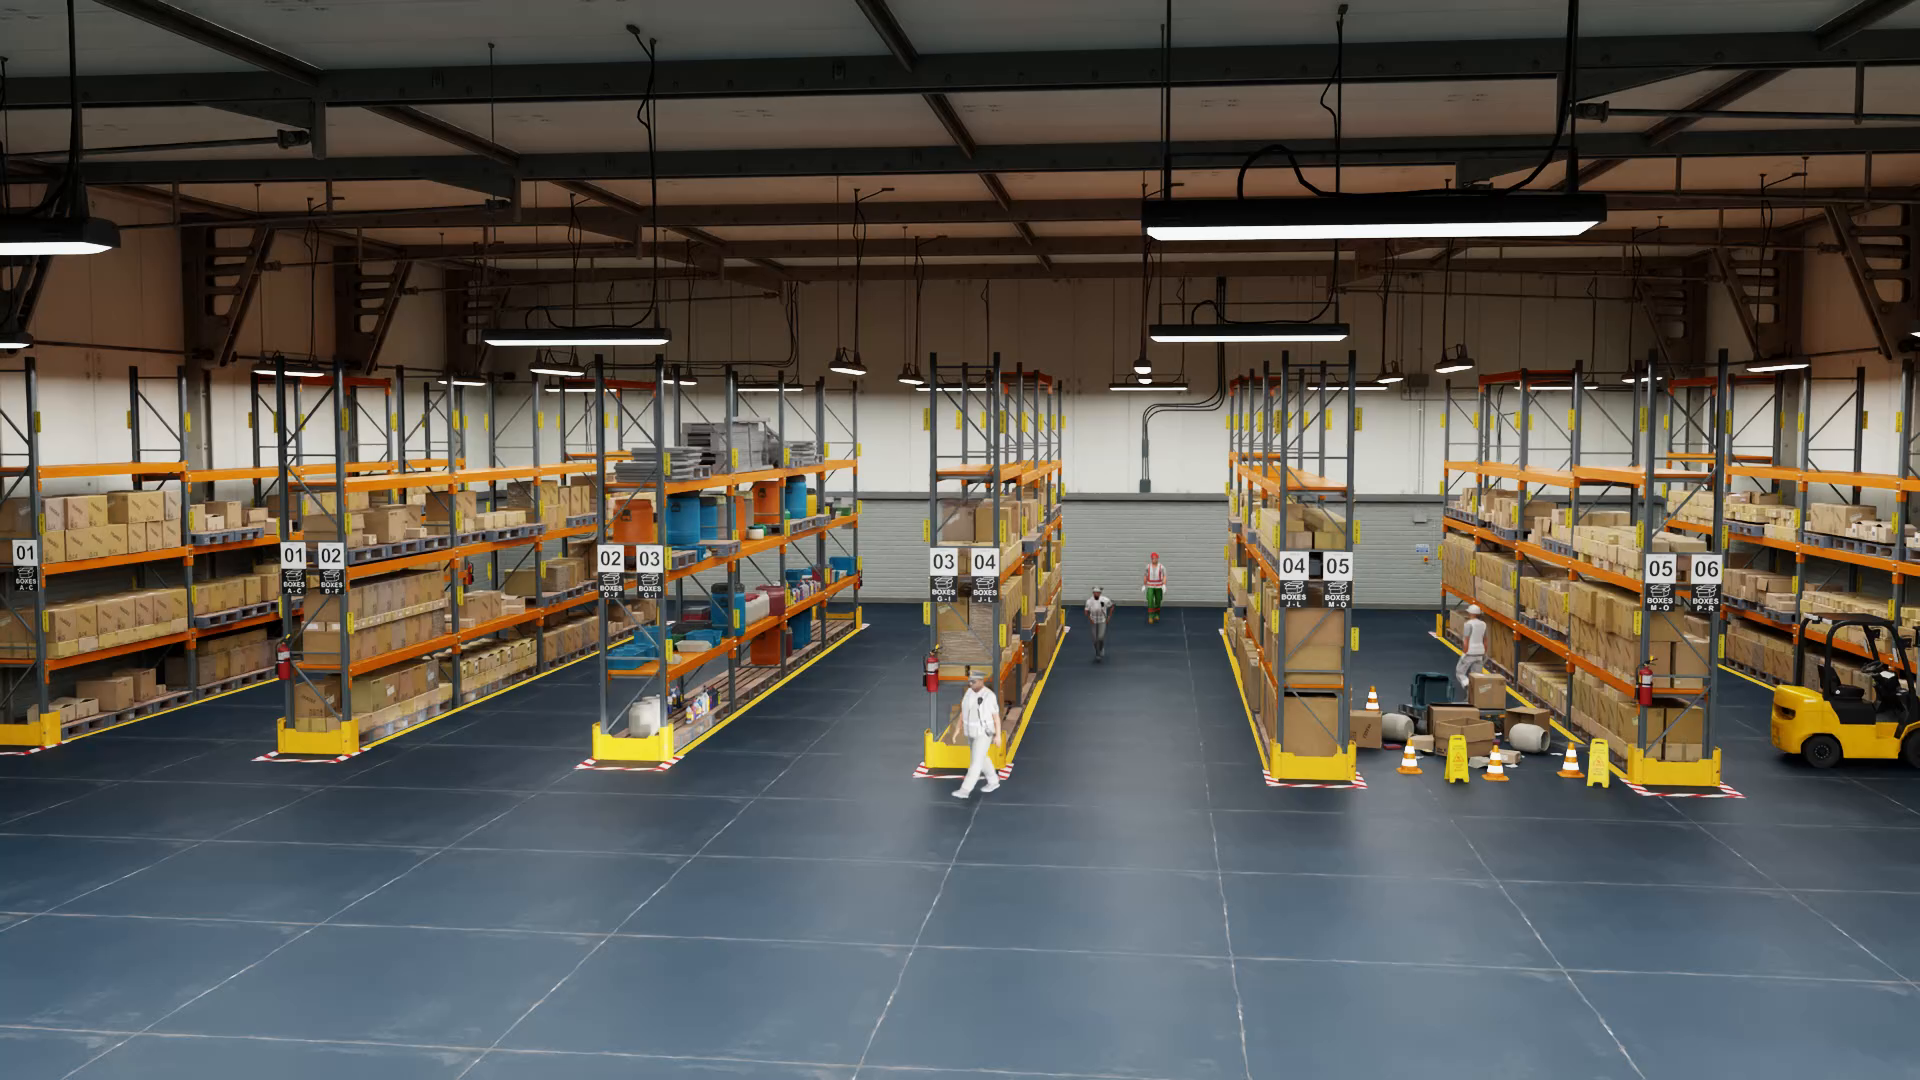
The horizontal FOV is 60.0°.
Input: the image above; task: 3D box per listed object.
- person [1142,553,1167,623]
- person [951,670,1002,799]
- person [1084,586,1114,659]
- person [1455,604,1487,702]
[{"bbox_3d":[4.836,1.178,41.402,0.610,1.725,1.034,0,4,7],"label":"person"},{"bbox_3d":[0.175,2.570,22.138,1.087,1.691,0.565,-4,5,-41],"label":"person"},{"bbox_3d":[2.928,1.733,34.959,0.604,1.604,0.722,1,4,14],"label":"person"},{"bbox_3d":[9.061,2.035,29.315,0.602,1.791,0.467,-2,4,-25],"label":"person"}]
